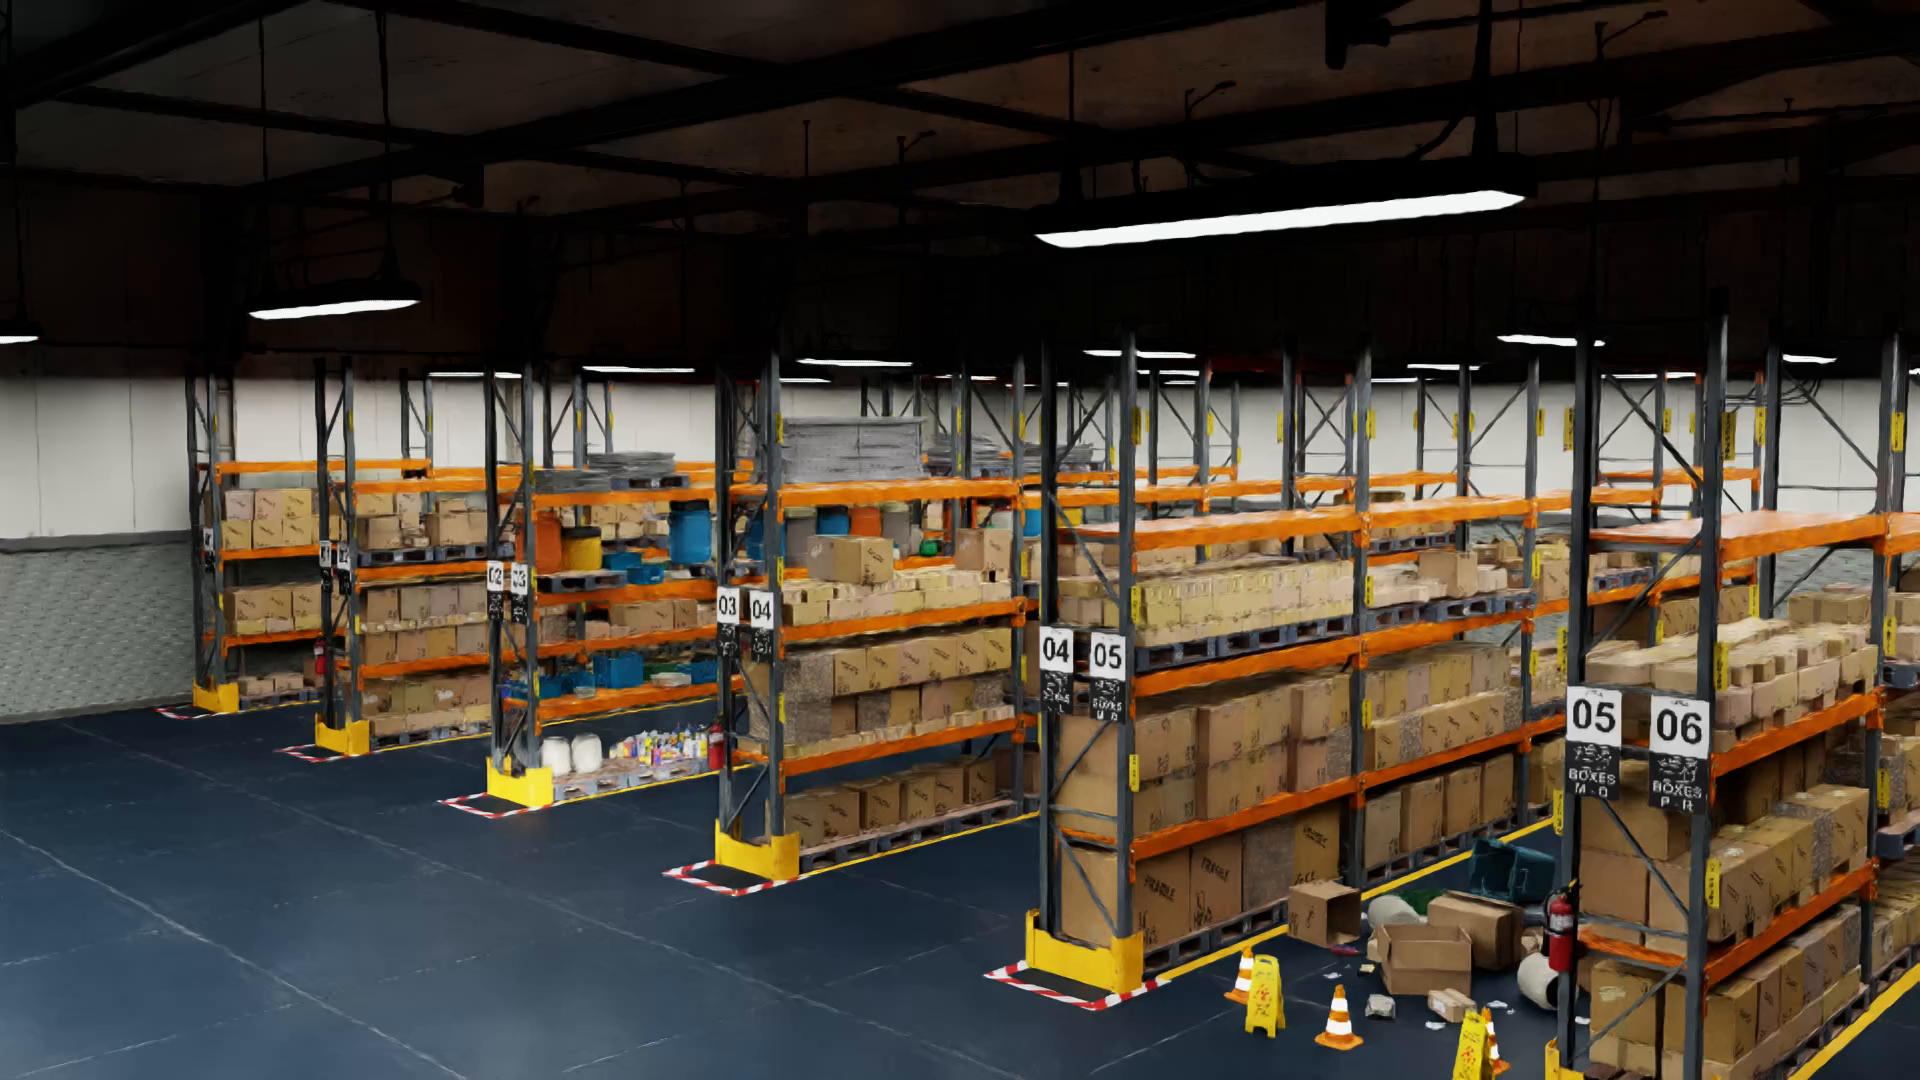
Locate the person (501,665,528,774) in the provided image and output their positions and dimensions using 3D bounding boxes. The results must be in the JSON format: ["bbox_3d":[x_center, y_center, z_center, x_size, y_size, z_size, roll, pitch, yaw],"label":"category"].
[{"bbox_3d":[-6.391,2.558,23.682,0.592,1.604,0.513,4,6,43],"label":"person"}]

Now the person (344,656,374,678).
[{"bbox_3d":[-10.388,2.095,29.143,0.691,1.666,0.793,2,5,23],"label":"person"}]
